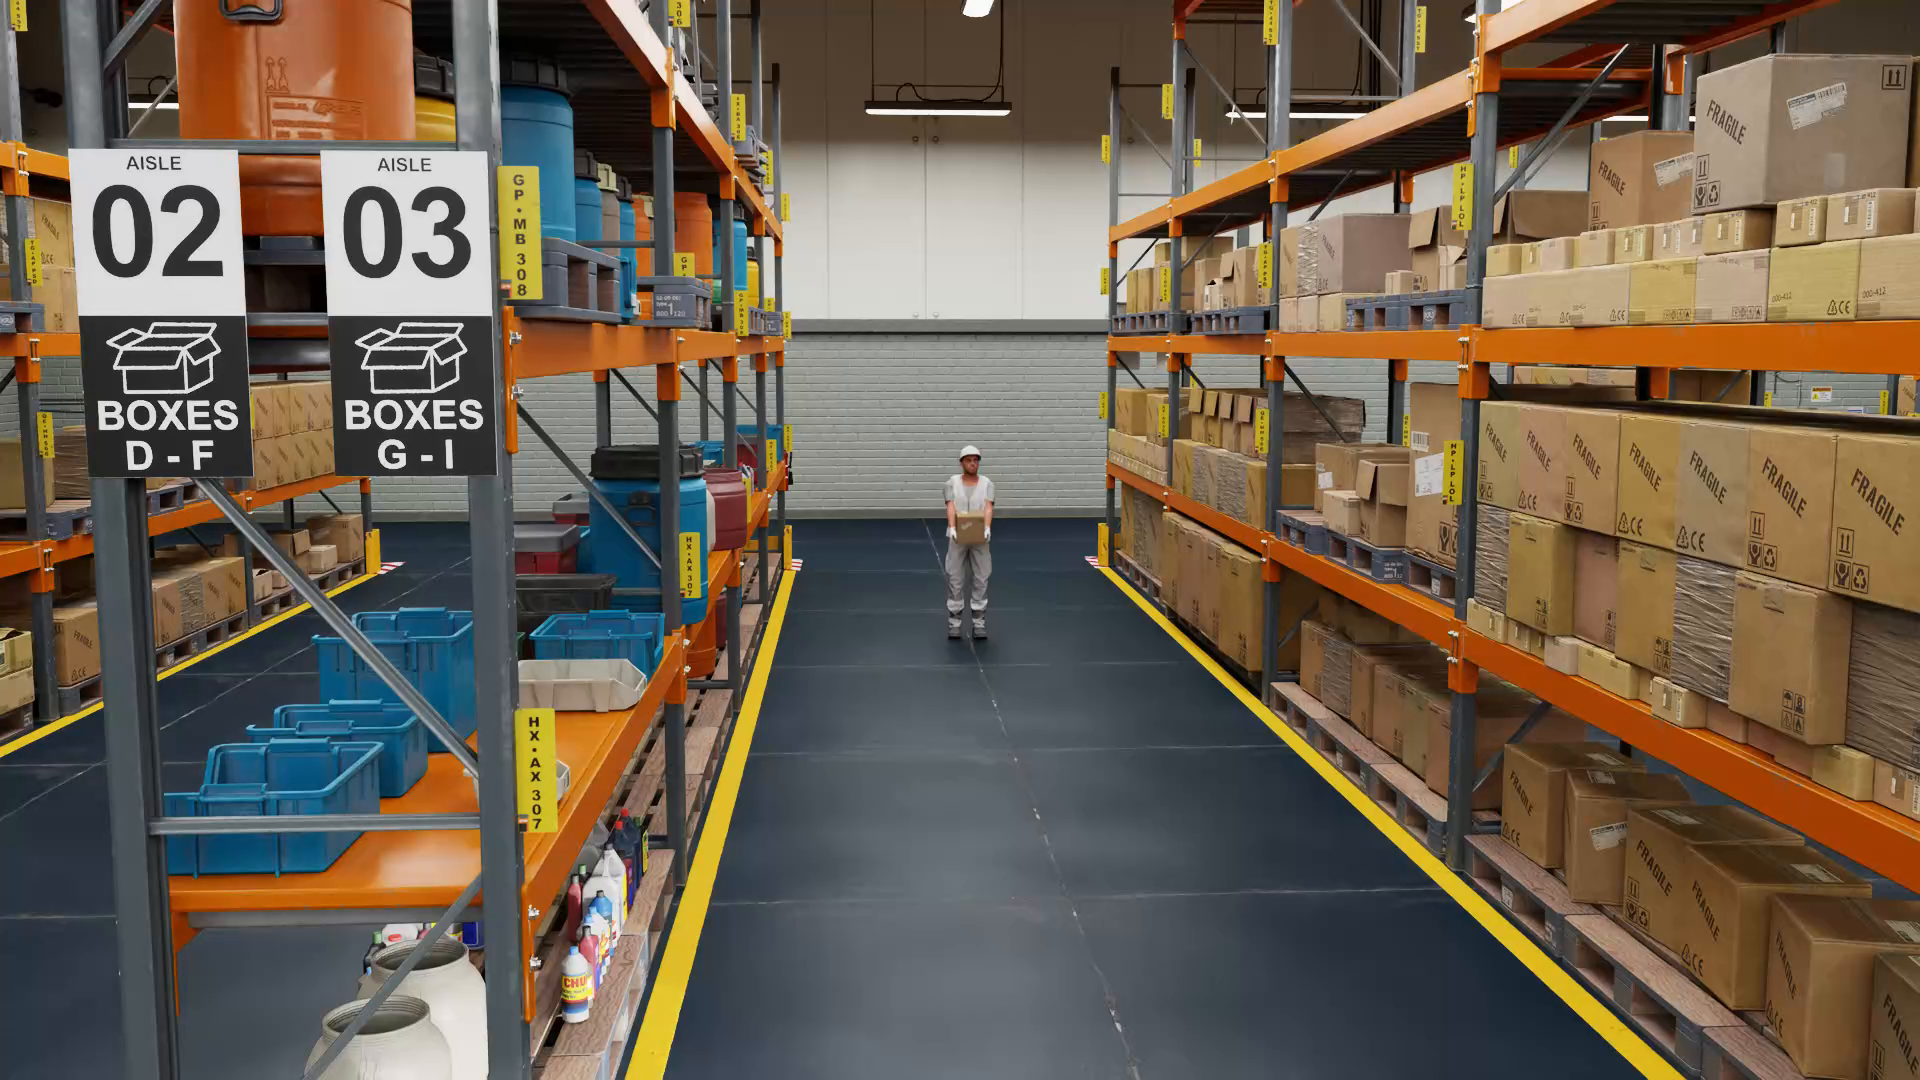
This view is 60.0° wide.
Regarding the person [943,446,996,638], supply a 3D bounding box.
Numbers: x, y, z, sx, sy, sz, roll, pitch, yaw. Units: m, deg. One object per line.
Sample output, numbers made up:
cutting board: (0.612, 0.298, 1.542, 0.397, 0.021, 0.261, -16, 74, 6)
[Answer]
person: (0.096, 0.027, 15.441, 0.494, 1.782, 0.564, 0, 7, -4)
